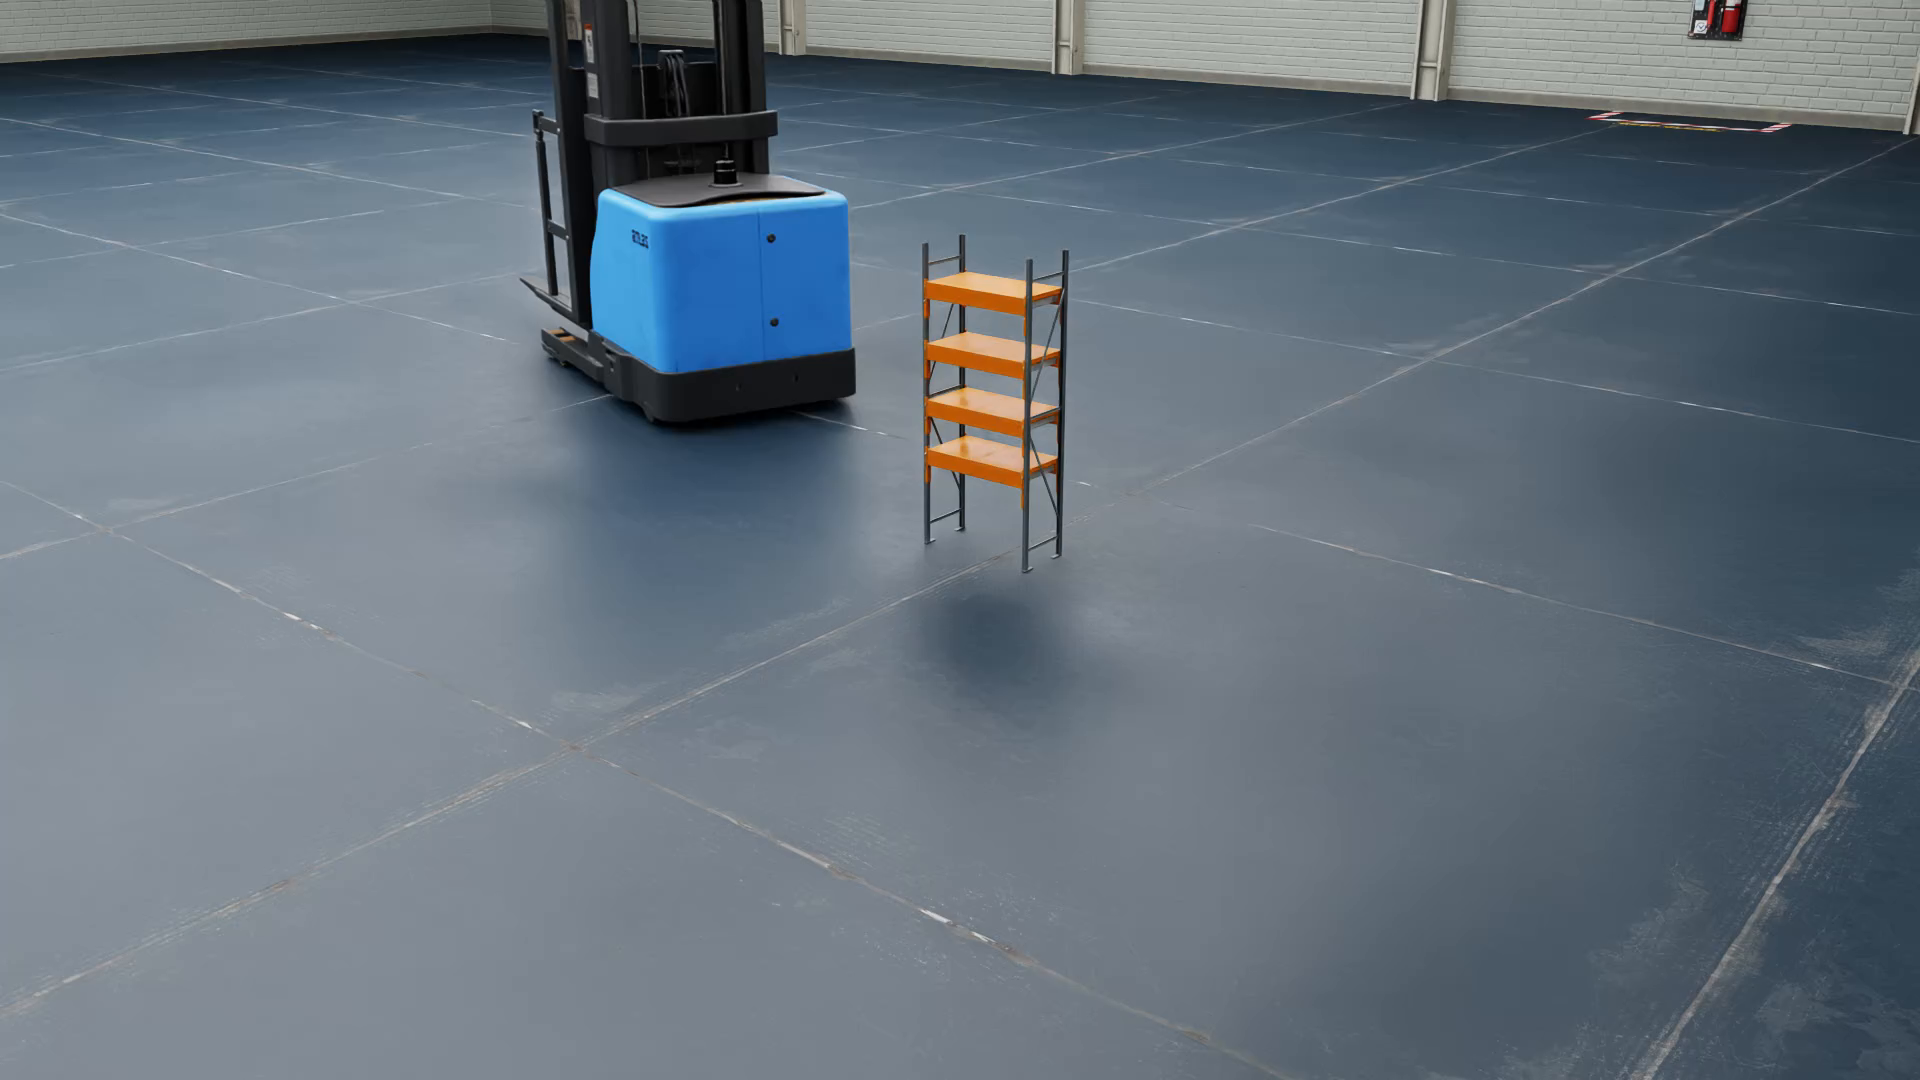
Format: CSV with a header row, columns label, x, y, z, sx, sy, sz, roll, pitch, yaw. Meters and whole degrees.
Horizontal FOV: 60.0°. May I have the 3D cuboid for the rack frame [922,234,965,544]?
label,x,y,z,sx,sy,sz,roll,pitch,yaw
rack frame,-0.061,-0.579,6.503,0.015,1.200,0.240,16,26,36

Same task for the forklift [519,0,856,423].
label,x,y,z,sx,sy,sz,roll,pitch,yaw
forklift,-1.705,-2.408,8.901,1.130,2.935,3.031,-12,24,-28

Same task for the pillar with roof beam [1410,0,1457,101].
label,x,y,z,sx,sy,sz,roll,pitch,yaw
pillar with roof beam,3.607,-8.989,17.753,0.400,9.000,9.100,16,26,36

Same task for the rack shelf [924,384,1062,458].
label,x,y,z,sx,sy,sz,roll,pitch,yaw
rack shelf,0.128,-0.462,6.382,0.480,0.148,0.258,16,26,36

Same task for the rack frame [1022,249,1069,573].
label,x,y,z,sx,sy,sz,roll,pitch,yaw
rack frame,0.317,-0.470,6.214,0.015,1.200,0.240,16,26,36

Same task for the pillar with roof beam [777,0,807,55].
label,x,y,z,sx,sy,sz,roll,pitch,yaw
pillar with roof beam,-5.690,-11.667,24.852,0.400,9.000,9.100,16,26,36

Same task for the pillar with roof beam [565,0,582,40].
label,x,y,z,sx,sy,sz,roll,pitch,yaw
pillar with roof beam,-10.338,-13.005,28.402,0.400,9.000,9.100,16,26,36

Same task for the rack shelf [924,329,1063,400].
label,x,y,z,sx,sy,sz,roll,pitch,yaw
rack shelf,0.128,-0.671,6.303,0.480,0.148,0.258,16,26,36

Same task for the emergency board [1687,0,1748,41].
label,x,y,z,sx,sy,sz,roll,pitch,yaw
emergency board,9.087,-6.582,19.872,0.643,1.169,0.194,16,26,36

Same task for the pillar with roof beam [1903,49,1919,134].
label,x,y,z,sx,sy,sz,roll,pitch,yaw
pillar with roof beam,8.255,-7.651,14.203,0.400,9.000,9.100,16,26,36

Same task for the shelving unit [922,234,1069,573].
label,x,y,z,sx,sy,sz,roll,pitch,yaw
shelving unit,0.128,-0.524,6.359,0.503,1.200,0.258,16,26,36

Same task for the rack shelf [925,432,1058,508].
label,x,y,z,sx,sy,sz,roll,pitch,yaw
rack shelf,0.128,-0.276,6.452,0.480,0.148,0.258,16,26,36

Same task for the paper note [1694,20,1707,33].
label,x,y,z,sx,sy,sz,roll,pitch,yaw
paper note,8.993,-6.228,20.182,0.142,0.148,0.016,16,26,36

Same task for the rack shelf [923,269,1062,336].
label,x,y,z,sx,sy,sz,roll,pitch,yaw
rack shelf,0.128,-0.892,6.220,0.480,0.148,0.258,16,26,36

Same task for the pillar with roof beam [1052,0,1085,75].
label,x,y,z,sx,sy,sz,roll,pitch,yaw
pillar with roof beam,-1.042,-10.328,21.302,0.400,9.000,9.100,16,26,36
